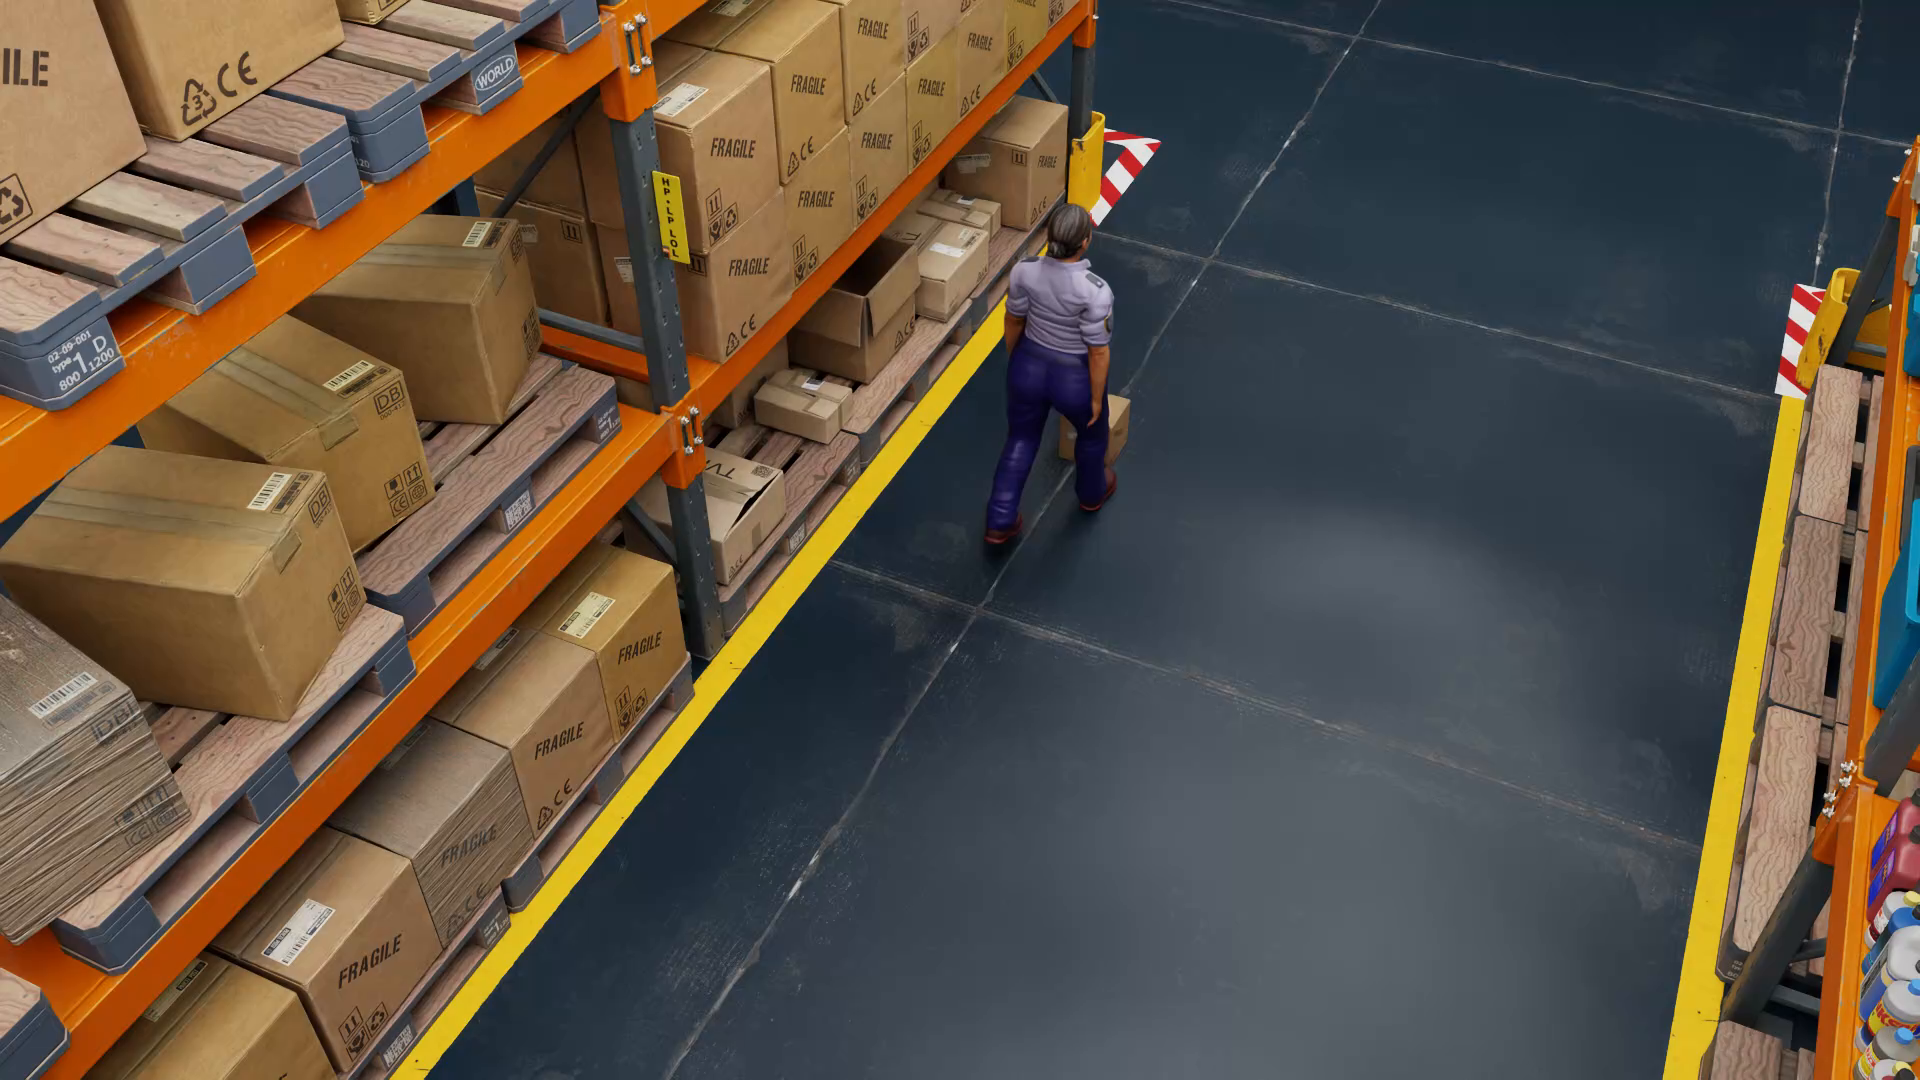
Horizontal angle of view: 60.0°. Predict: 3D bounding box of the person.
[{"bbox_3d":[0.417,-0.711,6.940,0.493,1.628,0.764,16,45,17],"label":"person"}]
